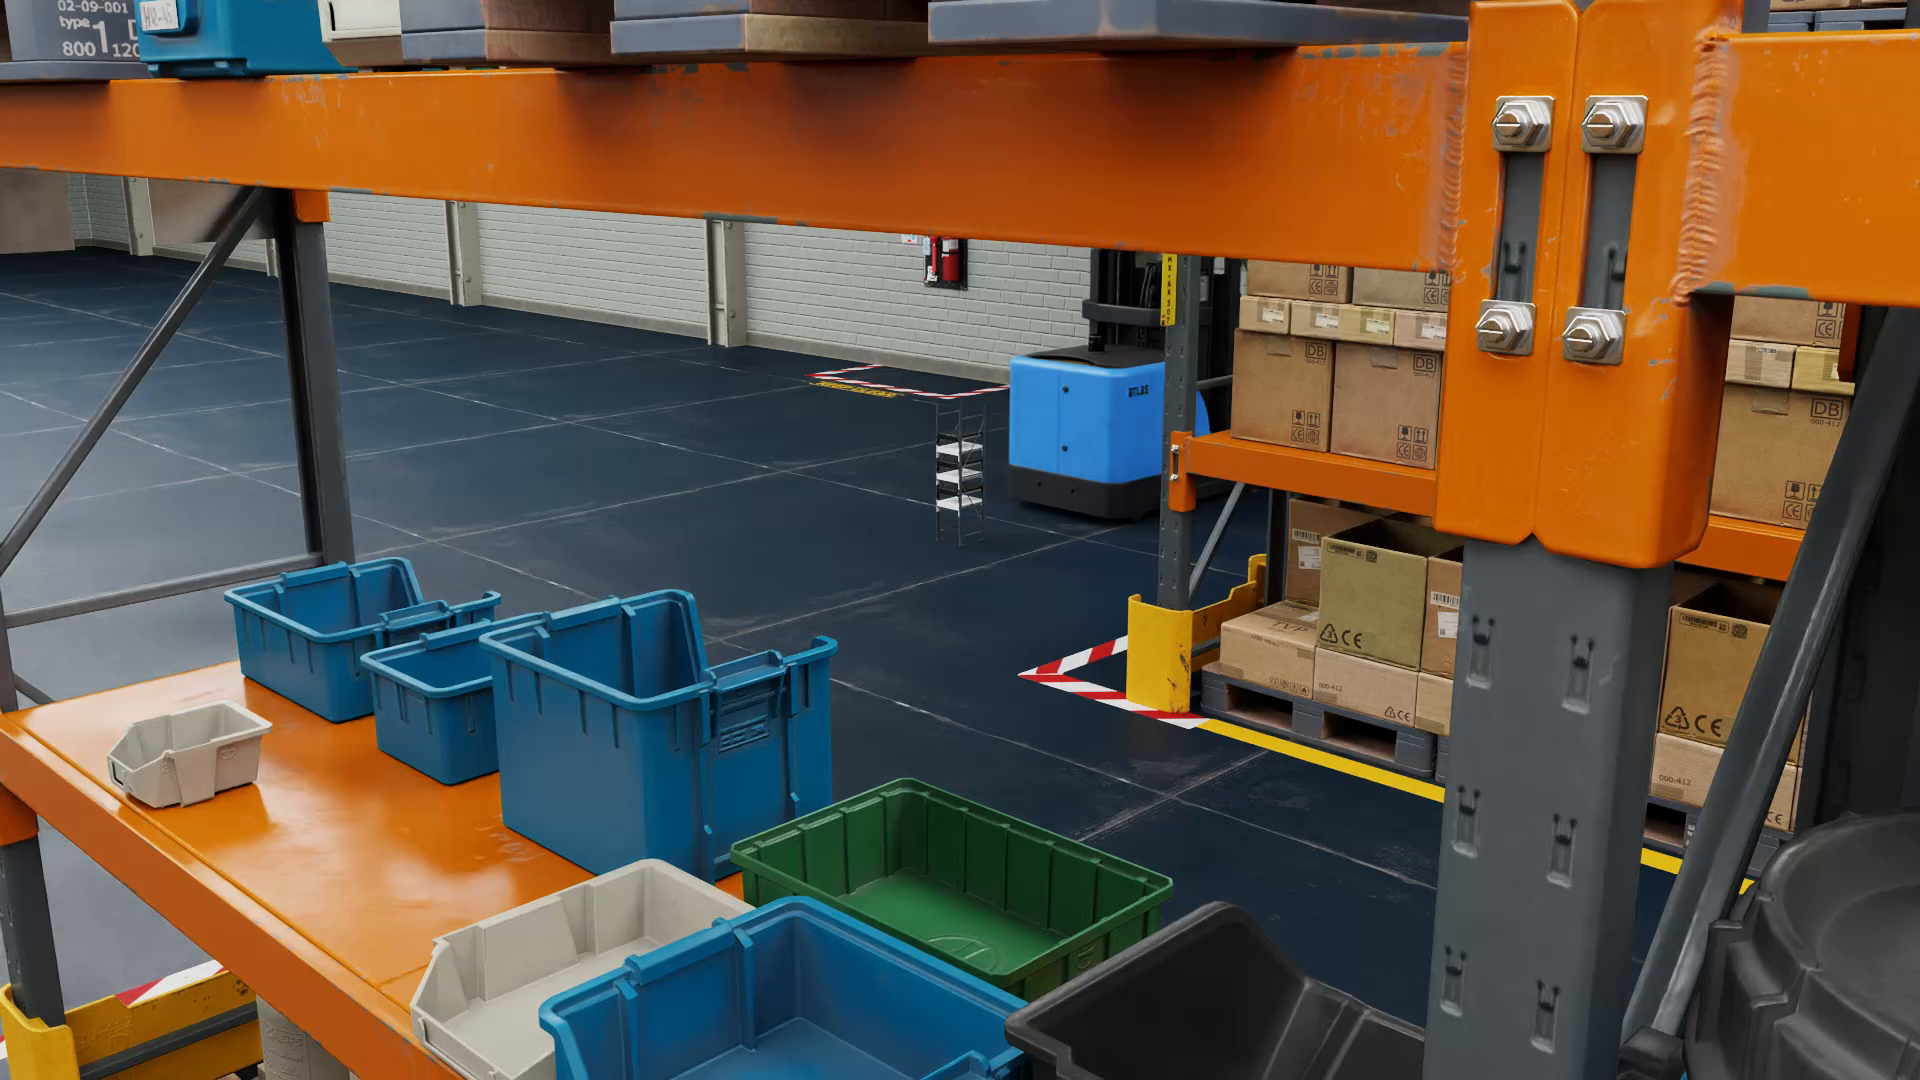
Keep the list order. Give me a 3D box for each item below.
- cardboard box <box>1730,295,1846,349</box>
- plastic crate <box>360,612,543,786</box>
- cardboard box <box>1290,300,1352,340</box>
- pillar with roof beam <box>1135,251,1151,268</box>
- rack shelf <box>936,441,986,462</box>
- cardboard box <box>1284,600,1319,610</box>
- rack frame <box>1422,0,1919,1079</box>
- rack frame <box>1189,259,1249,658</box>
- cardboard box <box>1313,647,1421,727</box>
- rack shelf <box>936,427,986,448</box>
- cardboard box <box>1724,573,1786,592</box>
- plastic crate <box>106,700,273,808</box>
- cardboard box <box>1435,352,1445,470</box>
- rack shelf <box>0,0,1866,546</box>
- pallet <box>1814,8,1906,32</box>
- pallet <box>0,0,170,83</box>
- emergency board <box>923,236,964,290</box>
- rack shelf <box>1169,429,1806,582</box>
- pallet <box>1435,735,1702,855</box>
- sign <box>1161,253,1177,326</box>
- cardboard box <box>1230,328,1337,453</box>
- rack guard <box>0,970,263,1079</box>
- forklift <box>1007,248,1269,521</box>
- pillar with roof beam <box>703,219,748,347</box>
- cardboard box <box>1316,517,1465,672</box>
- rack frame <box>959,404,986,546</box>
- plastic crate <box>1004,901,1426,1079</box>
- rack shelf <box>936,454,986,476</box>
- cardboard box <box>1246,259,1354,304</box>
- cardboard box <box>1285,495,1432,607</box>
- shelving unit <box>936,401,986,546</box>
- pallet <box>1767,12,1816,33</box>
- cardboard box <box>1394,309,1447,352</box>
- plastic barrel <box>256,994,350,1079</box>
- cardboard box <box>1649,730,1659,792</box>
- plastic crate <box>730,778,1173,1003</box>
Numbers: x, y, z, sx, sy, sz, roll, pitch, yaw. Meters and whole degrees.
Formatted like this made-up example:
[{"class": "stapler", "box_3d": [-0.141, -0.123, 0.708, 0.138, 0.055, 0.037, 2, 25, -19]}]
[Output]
[{"class": "cardboard box", "box_3d": [3.150, -0.990, 6.009, 0.500, 0.500, 0.700, 14, 20, 42]}, {"class": "plastic crate", "box_3d": [-1.090, 0.357, 3.906, 0.408, 0.251, 0.499, 14, 20, 42]}, {"class": "cardboard box", "box_3d": [1.644, -0.970, 7.220, 0.250, 0.149, 0.380, 13, 19, 41]}, {"class": "pillar with roof beam", "box_3d": [-1.448, -4.867, 11.764, 0.400, 9.000, 9.100, 14, 20, 42]}, {"class": "rack shelf", "box_3d": [0.006, -0.576, 10.776, 0.200, 0.077, 0.258, 14, 20, 42]}, {"class": "cardboard box", "box_3d": [1.911, 0.407, 8.043, 0.500, 0.250, 0.500, 14, 20, 42]}, {"class": "rack frame", "box_3d": [0.756, 0.838, 1.766, 0.053, 2.616, 0.949, 14, 20, 42]}, {"class": "rack frame", "box_3d": [1.322, -0.761, 7.906, 0.053, 2.616, 0.949, 14, 20, 42]}, {"class": "cardboard box", "box_3d": [1.914, 0.588, 7.349, 0.500, 0.250, 0.500, 14, 20, 42]}, {"class": "rack shelf", "box_3d": [0.006, -0.663, 10.753, 0.200, 0.077, 0.258, 14, 20, 42]}, {"class": "cardboard box", "box_3d": [3.362, 0.391, 6.617, 0.500, 0.500, 0.500, 14, 20, 42]}, {"class": "plastic crate", "box_3d": [-1.701, 0.480, 3.663, 0.250, 0.136, 0.298, 14, 20, 42]}, {"class": "cardboard box", "box_3d": [2.381, -0.546, 6.881, 0.500, 0.500, 0.700, 14, 20, 43]}, {"class": "rack shelf", "box_3d": [-0.682, -0.616, 2.824, 4.000, 0.370, 1.077, 14, 20, 42]}, {"class": "pallet", "box_3d": [3.567, -1.614, 5.404, 1.213, 0.211, 1.003, 14, 20, 42]}, {"class": "pallet", "box_3d": [-1.594, -1.060, 3.477, 1.213, 0.211, 1.003, 14, 20, 42]}, {"class": "emergency board", "box_3d": [-0.216, -3.192, 17.232, 0.585, 1.158, 0.155, 14, 20, 42]}, {"class": "rack shelf", "box_3d": [2.759, -0.063, 6.651, 4.000, 0.370, 1.077, 14, 20, 42]}, {"class": "pallet", "box_3d": [2.773, 0.928, 6.951, 1.213, 0.211, 1.003, 14, 20, 42]}, {"class": "sign", "box_3d": [0.930, -1.118, 7.402, 0.005, 0.325, 0.100, 14, 20, 42]}, {"class": "cardboard box", "box_3d": [1.647, -0.725, 7.568, 0.500, 0.500, 0.700, 14, 20, 42]}, {"class": "rack guard", "box_3d": [-2.034, 1.352, 4.752, 0.348, 0.500, 1.175, 14, 20, 42]}, {"class": "forklift", "box_3d": [1.722, -1.845, 12.200, 1.130, 2.935, 3.031, 14, 20, 42]}, {"class": "pillar with roof beam", "box_3d": [-5.767, -5.917, 15.794, 0.400, 9.000, 9.100, 14, 20, 42]}, {"class": "cardboard box", "box_3d": [1.912, 0.225, 7.253, 0.500, 0.500, 0.500, 14, 20, 42]}, {"class": "rack frame", "box_3d": [0.079, -0.416, 10.745, 0.006, 0.900, 0.240, 14, 20, 42]}, {"class": "plastic crate", "box_3d": [0.470, 0.753, 2.217, 0.504, 0.338, 0.767, 14, 20, 42]}, {"class": "rack shelf", "box_3d": [0.006, -0.489, 10.799, 0.200, 0.077, 0.258, 14, 20, 42]}, {"class": "cardboard box", "box_3d": [1.685, -1.344, 7.369, 0.500, 0.500, 0.700, 14, 20, 42]}, {"class": "cardboard box", "box_3d": [1.912, 0.043, 7.950, 0.500, 0.500, 0.500, 14, 20, 42]}, {"class": "shelving unit", "box_3d": [0.006, -0.434, 10.813, 0.210, 0.900, 0.258, 14, 20, 42]}, {"class": "pallet", "box_3d": [2.693, -1.828, 6.224, 1.213, 0.211, 1.003, 14, 20, 42]}, {"class": "cardboard box", "box_3d": [2.003, -0.881, 6.880, 0.250, 0.149, 0.380, 13, 20, 41]}, {"class": "plastic barrel", "box_3d": [-1.595, 1.240, 4.327, 0.421, 0.512, 0.421, 0, 15, 0]}, {"class": "cardboard box", "box_3d": [2.630, 0.764, 6.673, 0.500, 0.250, 0.500, 14, 20, 42]}, {"class": "plastic crate", "box_3d": [-0.023, 0.651, 2.904, 0.662, 0.188, 0.450, 14, 20, 42]}]
